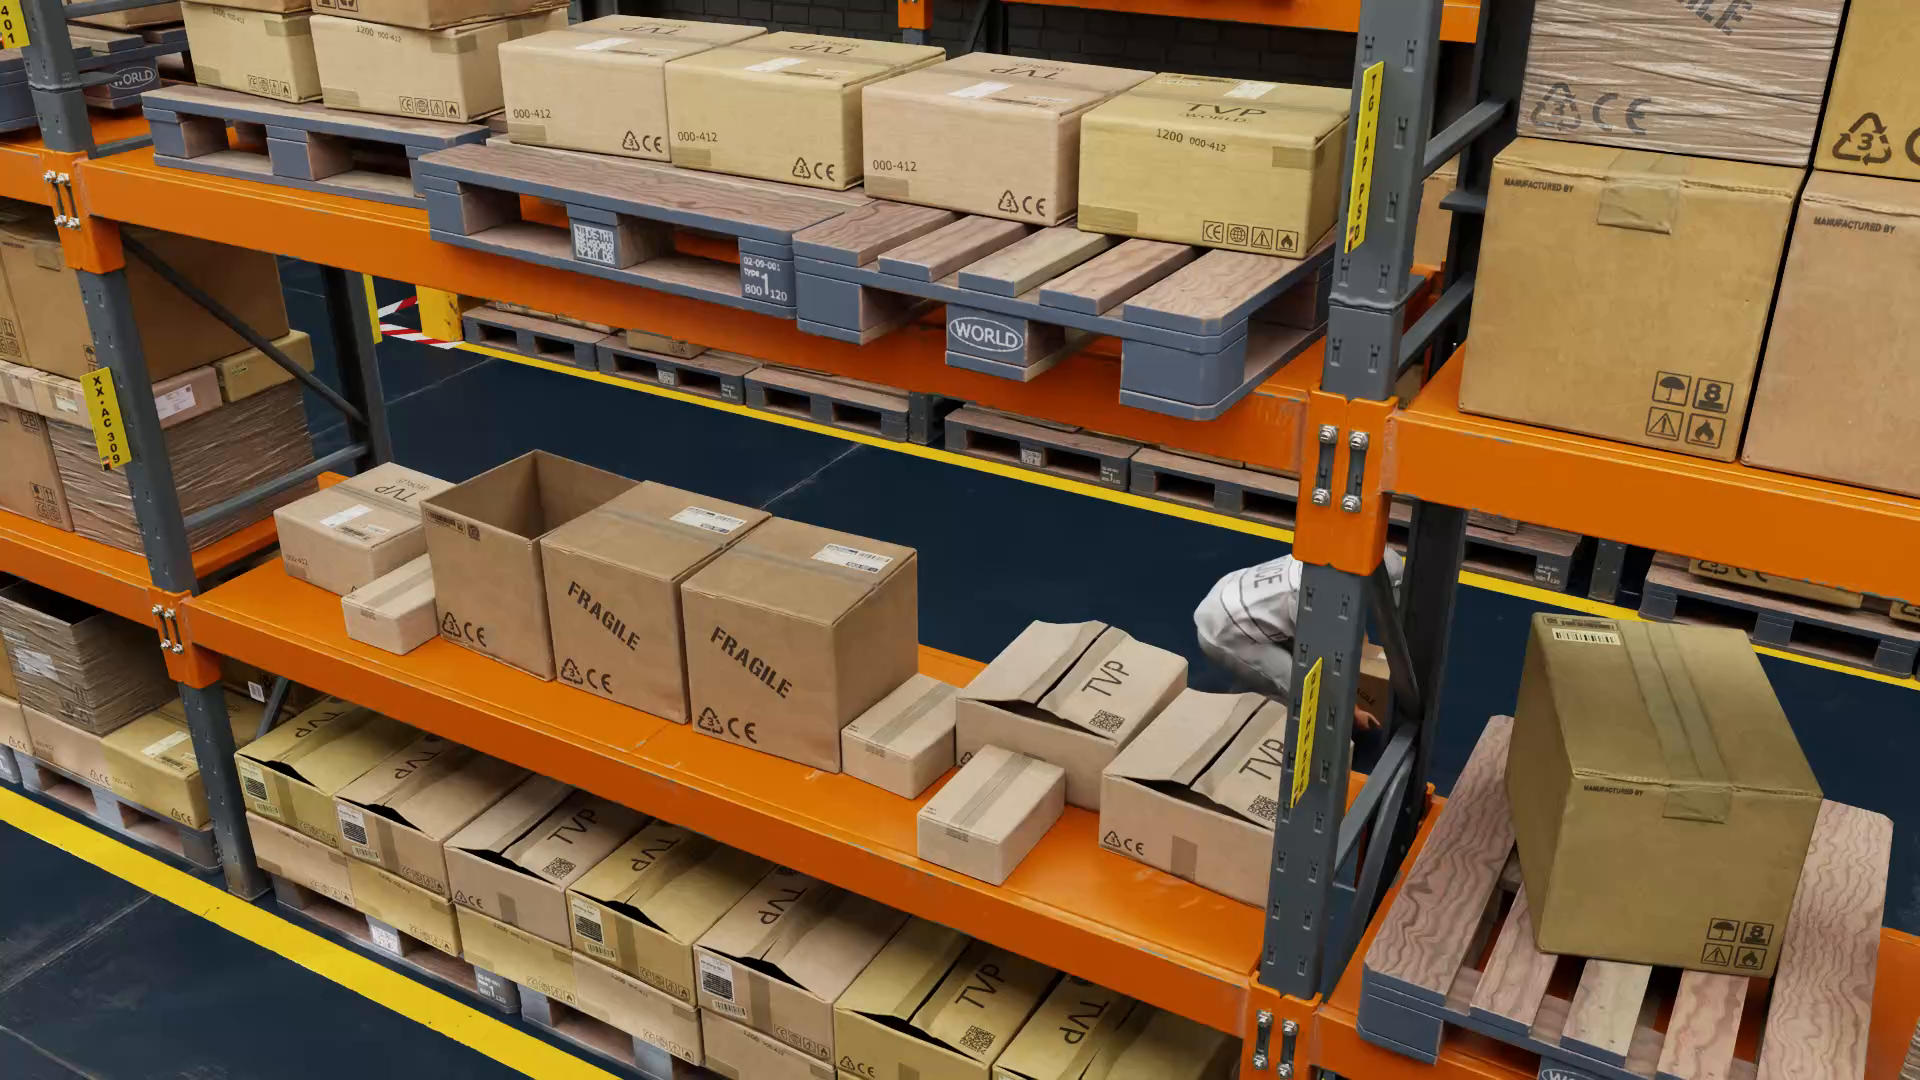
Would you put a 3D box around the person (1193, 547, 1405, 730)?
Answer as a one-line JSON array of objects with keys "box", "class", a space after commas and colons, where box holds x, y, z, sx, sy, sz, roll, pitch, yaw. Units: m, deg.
[{"box": [1.436, 0.416, 7.092, 0.861, 0.955, 0.497, 13, 30, 25], "class": "person"}]
